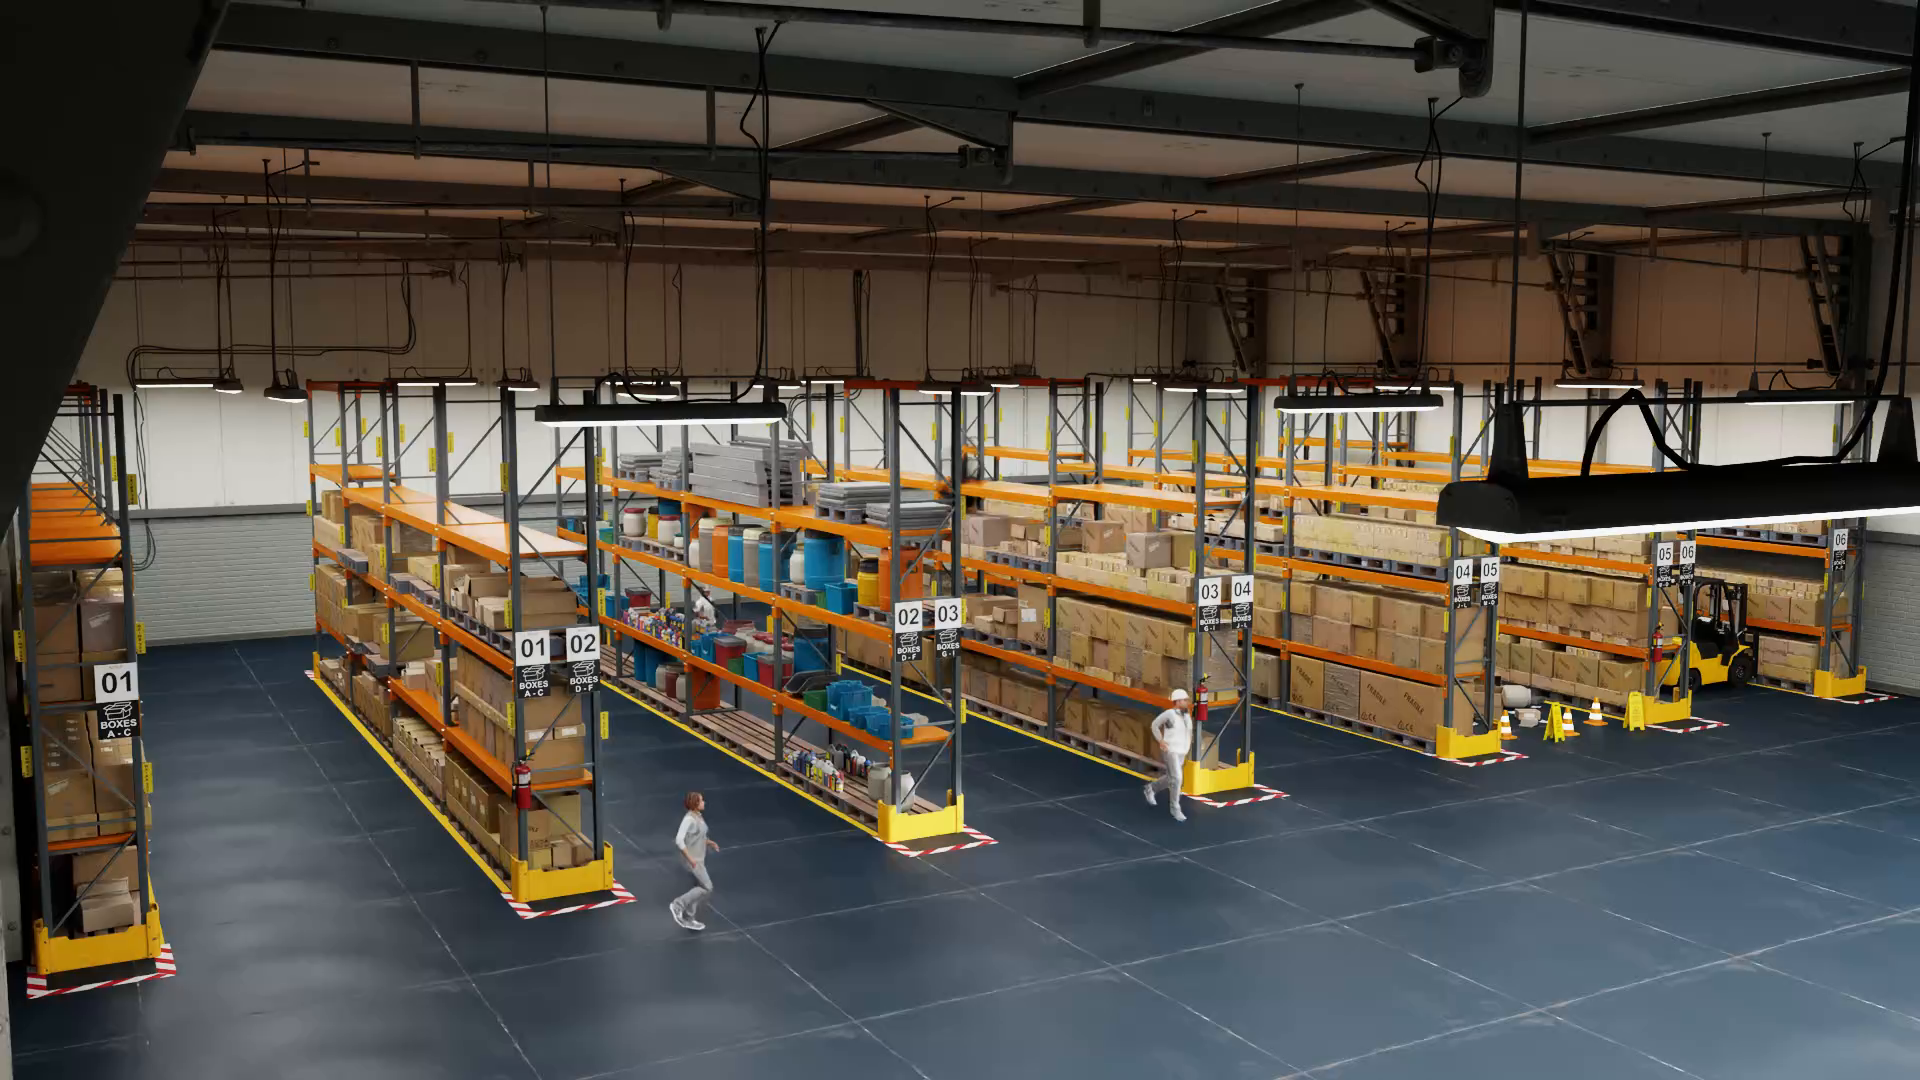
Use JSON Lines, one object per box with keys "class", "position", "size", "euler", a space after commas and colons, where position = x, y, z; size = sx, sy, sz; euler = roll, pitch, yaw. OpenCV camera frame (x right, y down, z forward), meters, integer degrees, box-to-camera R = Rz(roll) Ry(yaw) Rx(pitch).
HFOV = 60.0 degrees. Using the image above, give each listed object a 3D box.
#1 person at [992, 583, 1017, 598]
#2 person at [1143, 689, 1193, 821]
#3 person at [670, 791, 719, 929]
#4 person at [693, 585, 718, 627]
{"class": "person", "position": [1.096, 0.960, 42.593], "size": [0.843, 1.728, 0.654], "euler": [-3, 7, -23]}
{"class": "person", "position": [3.015, 2.977, 23.473], "size": [0.688, 1.760, 0.893], "euler": [-6, 8, -44]}
{"class": "person", "position": [-2.959, 3.584, 18.613], "size": [0.501, 1.569, 0.551], "euler": [0, 6, -1]}
{"class": "person", "position": [-5.340, 1.779, 34.930], "size": [0.586, 1.694, 0.904], "euler": [-5, 8, -39]}
